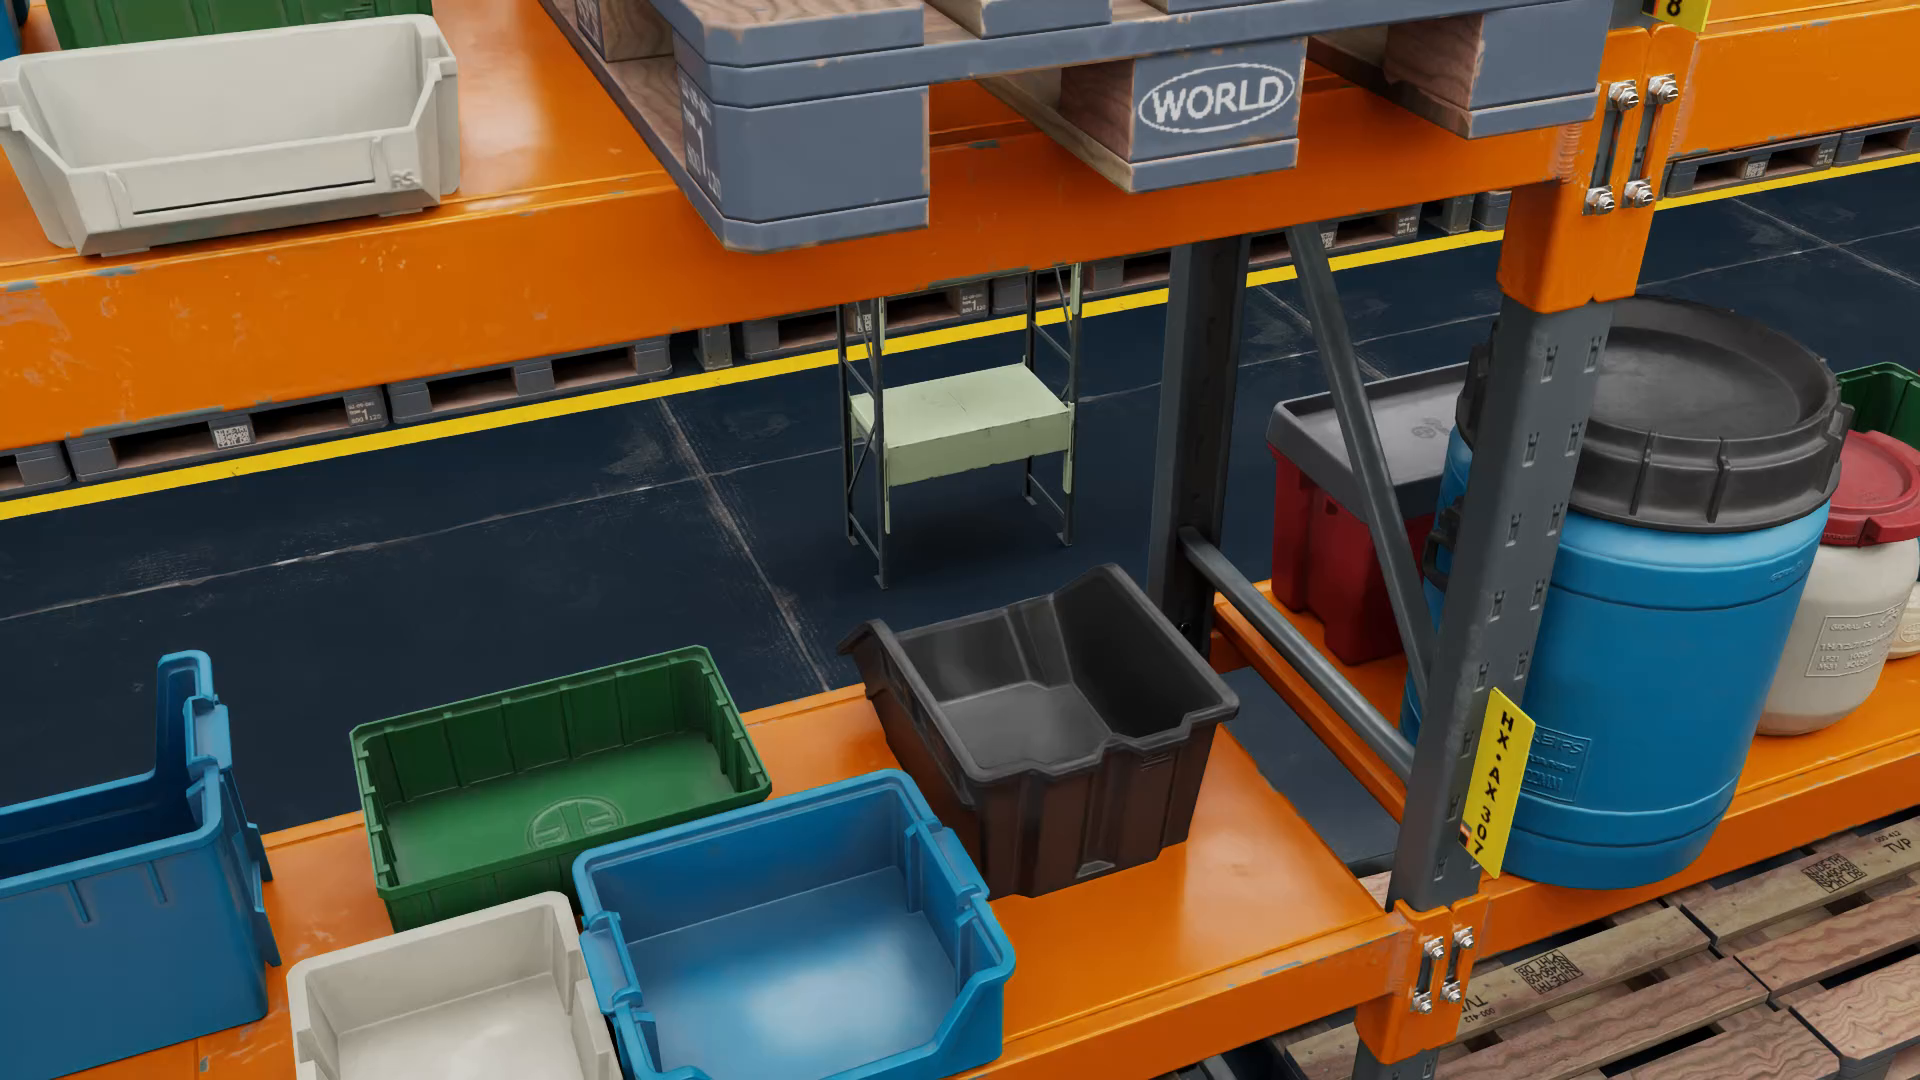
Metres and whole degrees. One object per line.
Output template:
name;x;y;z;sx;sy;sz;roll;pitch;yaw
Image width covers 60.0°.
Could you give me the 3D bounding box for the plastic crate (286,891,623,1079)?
plastic crate;-0.750;0.808;2.500;0.437;0.136;0.530;-13;35;-19

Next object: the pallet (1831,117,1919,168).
pallet;5.375;-2.594;10.044;1.213;0.211;1.003;-13;35;-19

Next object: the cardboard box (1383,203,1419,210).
cardboard box;2.032;-1.899;8.554;0.500;0.250;0.500;-12;35;-18

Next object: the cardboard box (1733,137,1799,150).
cardboard box;4.377;-2.528;9.273;0.500;0.500;0.500;-14;36;-21

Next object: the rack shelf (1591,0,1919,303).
rack shelf;2.493;-1.151;3.178;4.000;0.370;1.077;-13;35;-19

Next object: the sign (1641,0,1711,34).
sign;0.851;-0.755;1.902;0.005;0.325;0.100;-13;35;-19

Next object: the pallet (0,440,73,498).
pallet;-4.265;-0.434;6.723;1.213;0.211;1.003;-13;35;-19

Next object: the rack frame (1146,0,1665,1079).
rack frame;0.649;0.227;3.151;0.127;3.000;1.000;-13;35;-19

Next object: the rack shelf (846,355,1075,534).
rack shelf;-0.006;-0.354;6.017;0.720;0.370;0.431;-13;35;-19

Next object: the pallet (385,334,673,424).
pallet;-2.015;-0.949;7.515;1.213;0.211;1.003;-13;35;-19

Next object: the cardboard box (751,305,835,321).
cardboard box;-0.798;-1.249;7.555;0.500;0.250;0.500;-14;35;-20

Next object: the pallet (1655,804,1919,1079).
pallet;2.484;0.951;4.595;1.213;0.211;1.003;-13;35;-19

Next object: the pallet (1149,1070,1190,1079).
pallet;0.013;1.516;3.726;1.213;0.211;1.003;-13;35;-19

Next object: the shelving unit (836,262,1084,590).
shelving unit;-0.006;-0.627;5.839;0.755;1.500;0.431;-13;35;-19

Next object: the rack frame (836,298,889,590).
rack frame;-0.344;-0.550;5.720;0.023;1.500;0.400;-13;35;-19

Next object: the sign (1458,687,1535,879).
sign;0.851;0.390;2.647;0.005;0.325;0.100;-13;35;-19

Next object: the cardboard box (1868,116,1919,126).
cardboard box;5.308;-2.742;9.602;0.500;0.500;0.500;-13;35;-19

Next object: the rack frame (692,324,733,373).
rack frame;-1.265;-2.265;6.980;0.127;3.000;1.000;-13;35;-19

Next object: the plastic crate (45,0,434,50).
plastic crate;-0.912;-0.745;2.089;0.450;0.188;0.336;-13;35;-19

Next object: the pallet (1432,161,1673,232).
pallet;3.126;-2.079;9.252;1.213;0.211;1.003;-13;35;-19

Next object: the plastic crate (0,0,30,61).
plastic crate;-1.398;-0.733;1.891;0.575;0.384;0.392;-13;35;-19

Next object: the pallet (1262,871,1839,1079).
pallet;1.358;1.210;4.196;1.213;0.211;1.003;-13;35;-19

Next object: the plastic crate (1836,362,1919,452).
plastic crate;2.145;-0.194;3.992;0.662;0.188;0.450;-13;35;-19

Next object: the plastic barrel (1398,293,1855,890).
plastic barrel;1.122;0.087;2.906;0.708;0.901;0.600;-13;35;-19

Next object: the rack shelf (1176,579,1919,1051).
rack shelf;2.493;0.106;3.996;4.000;0.370;1.077;-13;35;-19

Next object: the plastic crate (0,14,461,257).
plastic crate;-0.675;-0.378;1.572;0.396;0.136;0.243;-13;35;-19

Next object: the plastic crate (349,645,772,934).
plastic crate;-0.712;0.460;2.987;0.662;0.188;0.450;-13;35;-19

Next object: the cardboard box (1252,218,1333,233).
cardboard box;1.558;-1.788;8.384;0.500;0.250;0.500;-13;35;-19

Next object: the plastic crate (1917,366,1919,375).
plastic crate;2.728;-0.457;4.144;0.583;0.464;0.402;-13;35;-19

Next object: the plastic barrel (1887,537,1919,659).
plastic barrel;1.928;0.082;3.500;0.301;0.262;0.301;0;33;0

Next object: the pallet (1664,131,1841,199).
pallet;4.249;-2.335;9.645;1.213;0.211;1.003;-13;35;-19

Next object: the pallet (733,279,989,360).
pallet;-0.601;-1.271;8.010;1.213;0.211;1.003;-13;35;-19

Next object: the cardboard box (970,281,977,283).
cardboard box;0.151;-1.467;7.890;0.500;0.250;0.500;-14;36;-20

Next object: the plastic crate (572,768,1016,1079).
plastic crate;-0.267;0.659;2.623;0.616;0.251;0.499;-13;35;-19

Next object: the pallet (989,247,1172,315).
pallet;0.525;-1.531;8.409;1.213;0.211;1.003;-13;35;-19

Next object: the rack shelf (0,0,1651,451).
rack shelf;-1.195;-0.307;1.880;4.000;0.370;1.077;-13;35;-19

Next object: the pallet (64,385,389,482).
pallet;-3.142;-0.690;7.116;1.213;0.211;1.003;-13;35;-19

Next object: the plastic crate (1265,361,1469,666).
plastic crate;0.977;-0.056;3.527;0.583;0.464;0.402;-13;35;-19

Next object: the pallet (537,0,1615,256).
pallet;0.021;-0.750;2.075;1.003;0.211;1.213;-13;35;-19

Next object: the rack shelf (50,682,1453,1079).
rack shelf;-1.195;0.951;2.698;4.000;0.370;1.077;-13;35;-19

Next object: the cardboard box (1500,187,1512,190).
cardboard box;2.953;-2.198;8.767;0.500;0.500;0.500;-11;35;-17

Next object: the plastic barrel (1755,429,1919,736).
plastic barrel;1.616;0.078;3.255;0.433;0.535;0.433;0;33;0

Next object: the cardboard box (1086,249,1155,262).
cardboard box;0.620;-1.574;8.055;0.500;0.250;0.500;-12;35;-18

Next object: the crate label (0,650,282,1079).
crate label;-1.447;0.532;2.650;0.616;0.435;0.502;-13;35;-19

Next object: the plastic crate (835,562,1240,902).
plastic crate;0.117;0.299;3.096;0.504;0.338;0.767;-13;35;-19

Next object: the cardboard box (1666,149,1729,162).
cardboard box;3.898;-2.415;9.100;0.500;0.500;0.500;-13;35;-20

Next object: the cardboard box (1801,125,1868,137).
cardboard box;4.845;-2.636;9.440;0.500;0.500;0.500;-12;35;-18

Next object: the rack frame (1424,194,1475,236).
rack frame;2.423;-3.109;8.278;0.127;3.000;1.000;-13;35;-19

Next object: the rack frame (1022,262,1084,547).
rack frame;0.331;-0.704;5.958;0.023;1.500;0.400;-13;35;-19

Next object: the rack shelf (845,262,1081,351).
rack shelf;-0.006;-0.954;5.626;0.720;0.370;0.431;-13;35;-19

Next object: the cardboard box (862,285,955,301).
cardboard box;-0.326;-1.356;7.720;0.500;0.250;0.500;-12;35;-18

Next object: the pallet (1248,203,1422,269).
pallet;1.649;-1.786;8.802;1.213;0.211;1.003;-13;35;-19
